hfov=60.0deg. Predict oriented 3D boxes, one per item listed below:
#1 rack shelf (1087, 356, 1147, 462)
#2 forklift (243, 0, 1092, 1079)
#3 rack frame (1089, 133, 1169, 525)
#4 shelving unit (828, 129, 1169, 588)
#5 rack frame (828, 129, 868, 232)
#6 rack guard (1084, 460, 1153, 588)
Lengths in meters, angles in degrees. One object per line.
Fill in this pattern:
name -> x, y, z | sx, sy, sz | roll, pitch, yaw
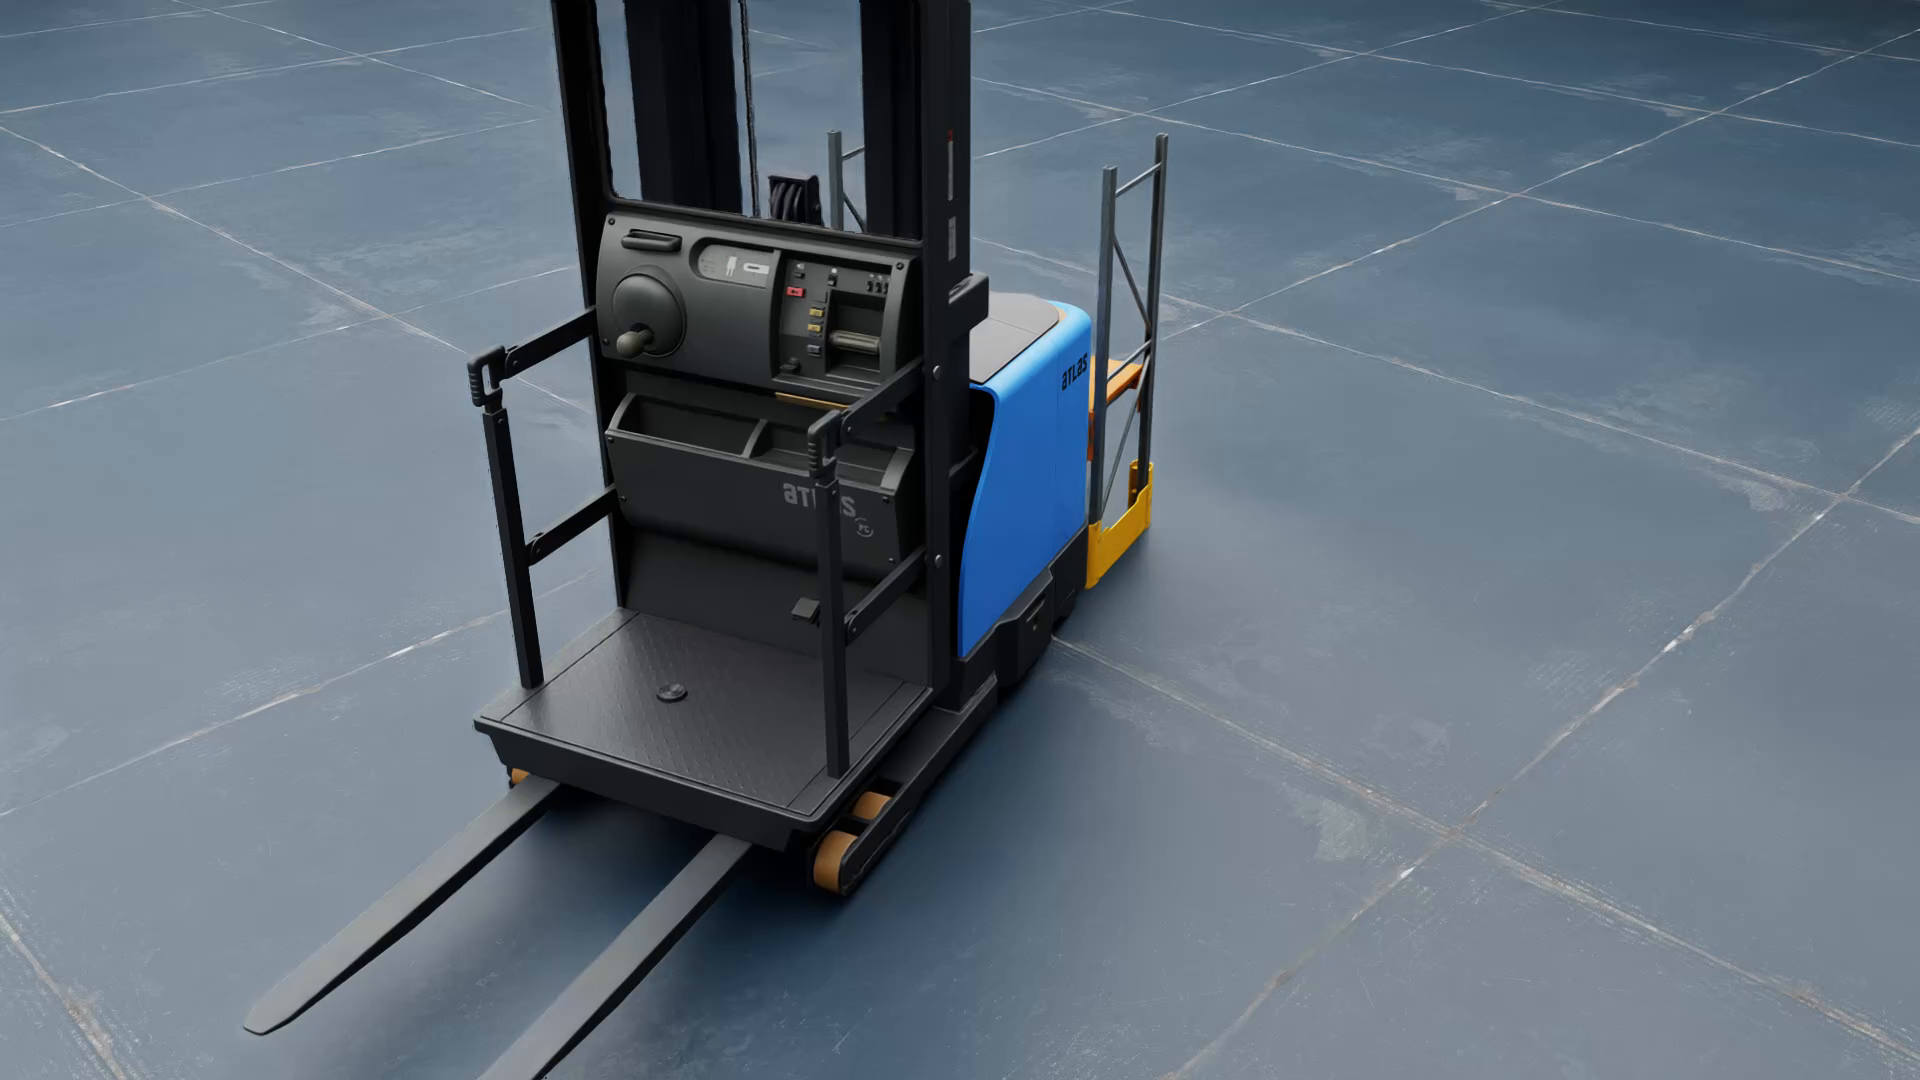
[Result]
rack shelf -> 0.130, -0.564, 6.098 | 1.000, 0.185, 0.538 | 14, 31, 24
forklift -> -0.649, -0.584, 4.211 | 1.130, 2.935, 3.031 | 13, 30, 22
rack frame -> 0.581, -0.614, 5.807 | 0.032, 1.500, 0.500 | 14, 31, 24
shelving unit -> 0.121, -0.725, 6.018 | 1.083, 1.500, 0.587 | 14, 31, 24
rack frame -> -0.322, -0.832, 6.221 | 0.032, 1.500, 0.500 | 14, 31, 24
rack guard -> 0.564, -0.065, 6.106 | 0.087, 0.250, 0.587 | 14, 31, 24
